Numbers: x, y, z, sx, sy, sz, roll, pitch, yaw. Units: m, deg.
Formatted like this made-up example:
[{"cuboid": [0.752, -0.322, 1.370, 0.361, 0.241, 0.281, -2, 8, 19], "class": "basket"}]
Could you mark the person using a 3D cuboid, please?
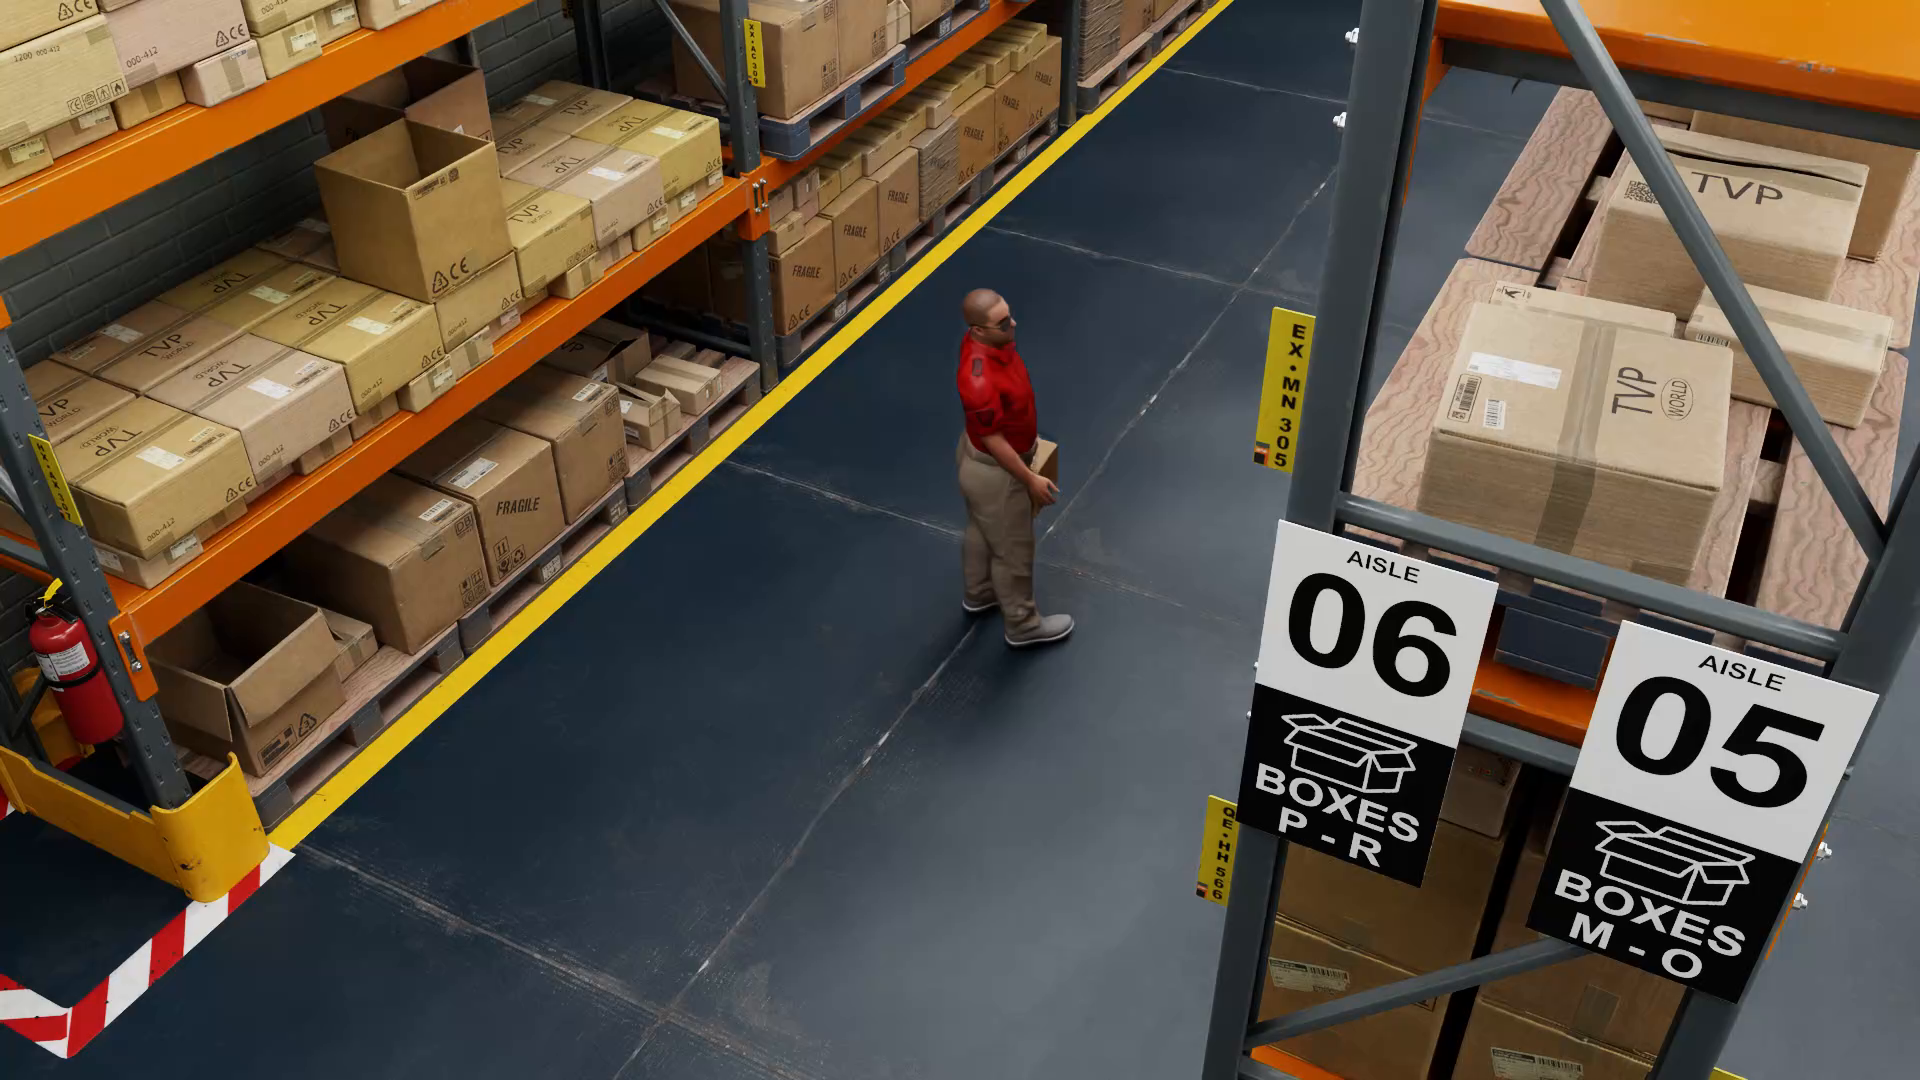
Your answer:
[{"cuboid": [0.192, -0.616, 6.934, 0.428, 0.997, 0.532, -2, 38, -3], "class": "person"}]
